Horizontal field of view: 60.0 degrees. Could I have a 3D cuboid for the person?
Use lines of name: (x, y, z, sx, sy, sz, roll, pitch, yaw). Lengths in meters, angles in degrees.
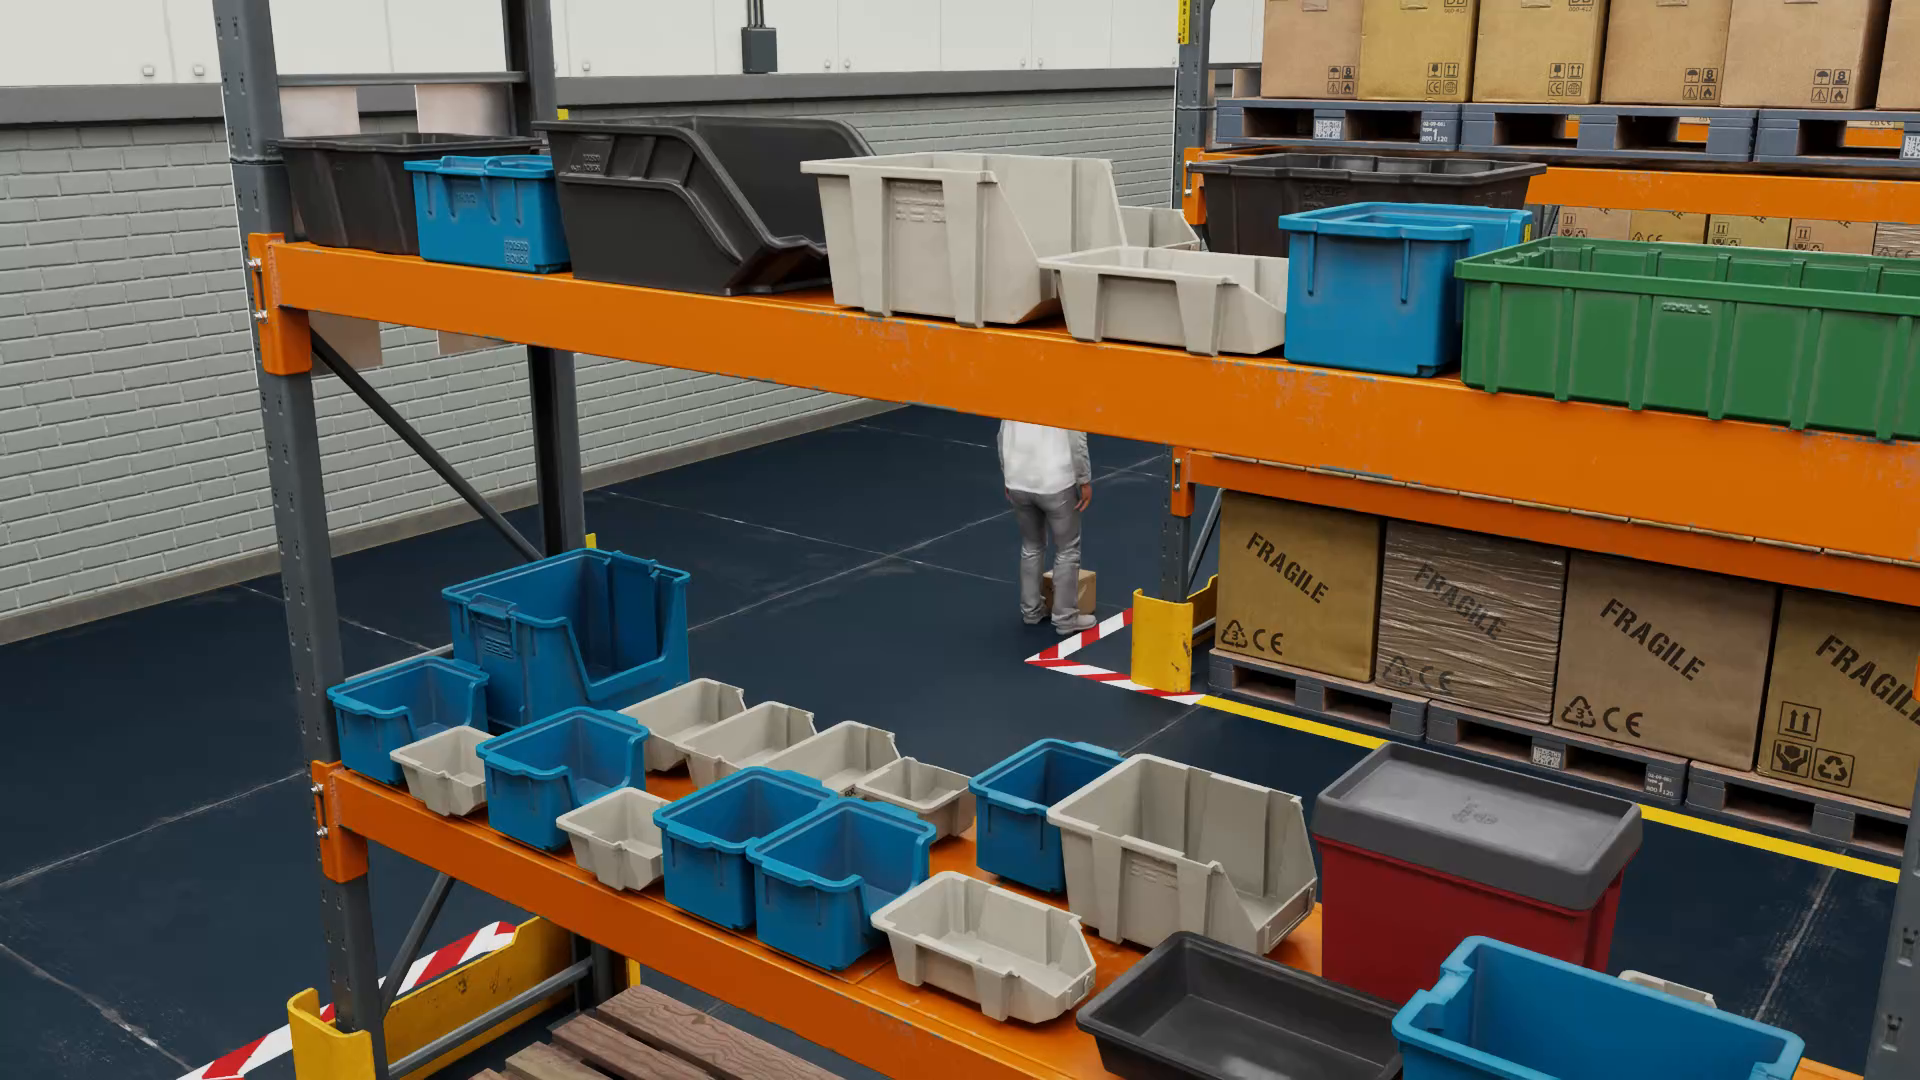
person: (0.500, -0.346, 9.666, 0.586, 1.770, 0.476, 11, 19, 32)
